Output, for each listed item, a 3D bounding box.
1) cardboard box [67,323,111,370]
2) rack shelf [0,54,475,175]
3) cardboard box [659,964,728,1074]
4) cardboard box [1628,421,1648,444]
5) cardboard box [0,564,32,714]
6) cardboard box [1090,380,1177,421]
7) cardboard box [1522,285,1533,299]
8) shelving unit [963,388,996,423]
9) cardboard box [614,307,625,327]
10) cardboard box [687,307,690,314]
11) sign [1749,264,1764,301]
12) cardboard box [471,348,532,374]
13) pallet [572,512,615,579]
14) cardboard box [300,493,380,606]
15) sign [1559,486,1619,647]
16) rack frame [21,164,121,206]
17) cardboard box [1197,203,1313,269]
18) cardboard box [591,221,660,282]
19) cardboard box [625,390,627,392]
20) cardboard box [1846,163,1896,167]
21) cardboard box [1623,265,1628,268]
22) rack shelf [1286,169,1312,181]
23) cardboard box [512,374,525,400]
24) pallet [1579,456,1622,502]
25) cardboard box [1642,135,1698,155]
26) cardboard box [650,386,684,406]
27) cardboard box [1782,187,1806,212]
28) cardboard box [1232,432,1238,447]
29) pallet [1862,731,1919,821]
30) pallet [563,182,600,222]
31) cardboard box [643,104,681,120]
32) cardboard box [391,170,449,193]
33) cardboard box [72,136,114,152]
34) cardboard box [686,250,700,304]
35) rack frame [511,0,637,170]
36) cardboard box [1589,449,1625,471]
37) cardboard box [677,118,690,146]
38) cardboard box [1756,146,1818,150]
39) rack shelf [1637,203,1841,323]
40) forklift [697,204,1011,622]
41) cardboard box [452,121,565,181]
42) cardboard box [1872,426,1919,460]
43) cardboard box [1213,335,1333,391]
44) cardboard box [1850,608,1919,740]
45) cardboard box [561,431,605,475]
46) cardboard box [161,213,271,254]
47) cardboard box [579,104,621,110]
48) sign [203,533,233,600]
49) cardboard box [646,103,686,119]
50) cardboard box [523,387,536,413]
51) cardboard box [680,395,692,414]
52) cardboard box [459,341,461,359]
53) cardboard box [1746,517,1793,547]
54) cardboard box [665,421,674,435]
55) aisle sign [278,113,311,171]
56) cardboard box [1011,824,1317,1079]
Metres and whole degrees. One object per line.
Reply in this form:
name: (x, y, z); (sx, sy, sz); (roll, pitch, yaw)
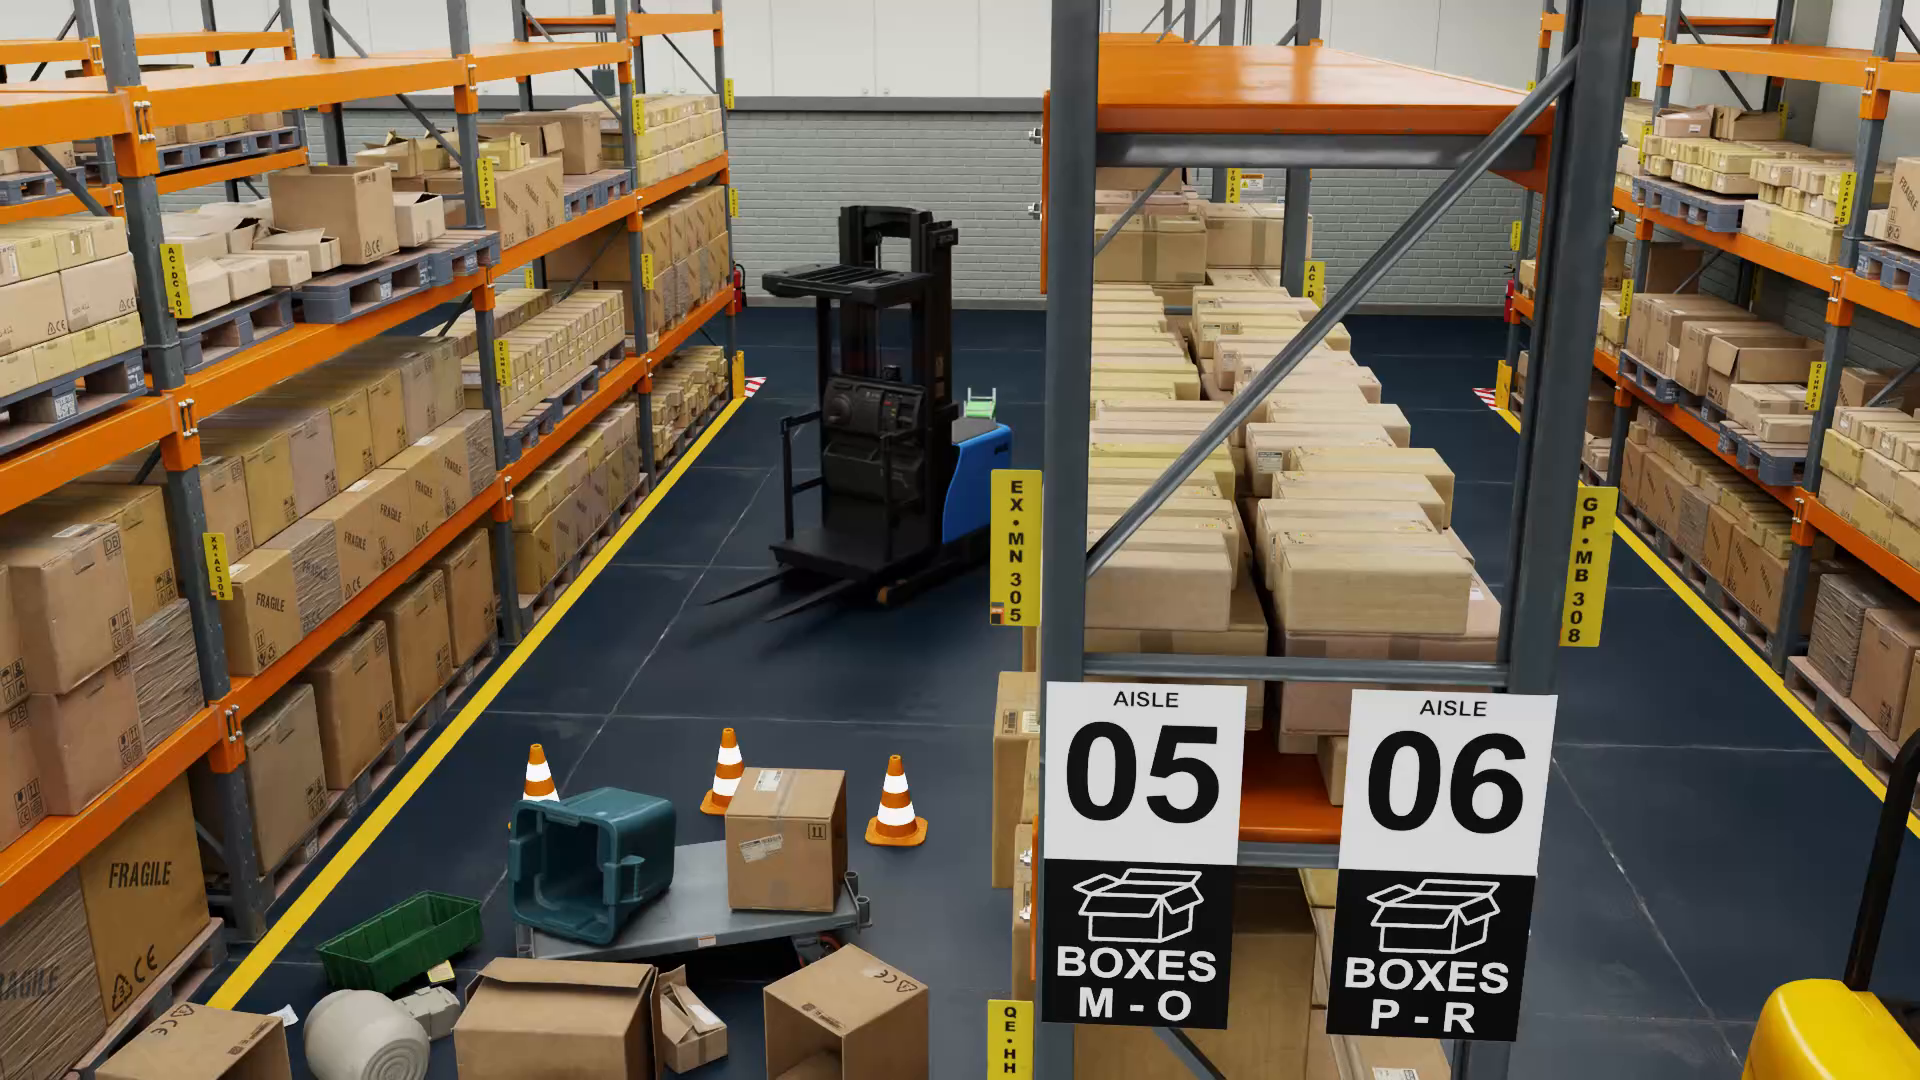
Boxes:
cardboard box: (-3.720, -0.794, 6.779); (0.380, 0.149, 0.250); (2, 18, 5)
rack shelf: (-3.851, -2.379, 9.030); (1.077, 0.370, 4.000); (1, 18, 4)
cardboard box: (-1.249, 2.144, 7.452); (0.258, 0.266, 0.396); (-13, 22, -34)
cardboard box: (6.184, -0.949, 14.802); (0.380, 0.149, 0.250); (2, 18, 7)
cardboard box: (-4.155, 0.428, 6.324); (0.875, 0.550, 0.550); (1, 18, 4)
cardboard box: (0.469, -0.391, 5.106); (0.380, 0.149, 0.250); (2, 18, 5)
cardboard box: (6.464, -2.762, 18.438); (0.380, 0.149, 0.250); (1, 18, 3)
shelving unit: (0.173, -0.692, 14.609); (0.258, 1.200, 0.503); (1, 18, 4)
cardboard box: (-3.253, -2.017, 15.014); (0.380, 0.149, 0.250); (2, 18, 6)
cardboard box: (-3.059, -2.458, 17.511); (0.380, 0.149, 0.250); (2, 18, 5)
sign: (7.029, -2.274, 14.686); (0.100, 0.325, 0.005); (1, 18, 4)
cardboard box: (-3.443, -1.343, 12.478); (0.380, 0.149, 0.250); (1, 18, 4)
pallet: (-3.560, 0.023, 14.014); (1.003, 0.211, 1.213); (1, 18, 4)
cardboard box: (-3.614, 0.044, 9.311); (0.500, 0.500, 0.500); (1, 18, 4)
sign: (1.205, 0.054, 3.221); (0.100, 0.325, 0.005); (1, 18, 4)
rack frame: (-8.361, -2.066, 15.911); (1.000, 3.000, 0.127); (1, 18, 4)
cardboard box: (1.417, -1.479, 8.065); (0.500, 0.250, 0.500); (1, 18, 3)
cardboard box: (-3.146, -2.722, 15.670); (0.500, 0.500, 0.500); (2, 18, 5)
cardboard box: (-3.642, -1.490, 17.103); (0.380, 0.149, 0.250); (0, 18, 1)
cardboard box: (6.554, -2.603, 11.855); (0.380, 0.149, 0.250); (1, 18, 4)
cardboard box: (6.993, -2.899, 18.215); (0.500, 0.250, 0.500); (2, 18, 6)
rack shelf: (1.093, -2.300, 8.789); (1.077, 0.370, 4.000); (1, 18, 4)
cardboard box: (-3.455, -1.133, 12.315); (0.380, 0.149, 0.250); (2, 18, 7)
pallet: (6.525, -0.623, 15.986); (1.003, 0.211, 1.213); (1, 18, 4)
cardboard box: (6.016, -3.347, 14.092); (0.380, 0.149, 0.250); (2, 18, 6)
cardboard box: (-3.046, -1.476, 17.060); (0.380, 0.149, 0.250); (2, 18, 5)
cardboard box: (6.030, -2.391, 11.686); (0.380, 0.149, 0.250); (1, 18, 4)
cardboard box: (1.080, -0.239, 5.282); (0.500, 0.250, 0.500); (2, 18, 5)
pallet: (6.000, 1.465, 9.613); (1.003, 0.211, 1.213); (1, 18, 4)
pallet: (-3.643, -2.748, 13.478); (1.213, 0.211, 1.003); (1, 18, 4)
cardboard box: (-3.011, -4.279, 16.644); (0.380, 0.149, 0.250); (1, 18, 2)
cardboard box: (-3.920, -2.337, 11.761); (0.500, 0.500, 0.500); (1, 18, 4)
cardboard box: (-8.365, -4.030, 16.093); (0.700, 0.500, 0.500); (0, 18, 1)
cardboard box: (-3.025, -2.737, 17.322); (0.500, 0.500, 0.500); (2, 18, 7)
rack frame: (-3.421, -4.775, 14.543); (1.000, 3.000, 0.127); (1, 18, 4)
cardboard box: (6.222, -0.759, 15.827); (0.380, 0.149, 0.250); (1, 18, 2)
cardboard box: (-3.036, -4.135, 16.845); (0.500, 0.250, 0.500); (0, 18, 2)
cardboard box: (6.492, -3.014, 13.077); (0.380, 0.149, 0.250); (1, 18, 2)
rack shelf: (6.331, -2.197, 12.650); (1.077, 0.370, 4.000); (1, 18, 4)
forklift: (-0.806, -1.042, 12.896); (1.130, 2.935, 3.031); (12, 22, 33)
cardboard box: (-3.663, -3.121, 13.473); (0.797, 0.503, 0.637); (1, 18, 3)
cardboard box: (5.861, -0.593, 10.212); (0.380, 0.149, 0.250); (2, 18, 5)
cardboard box: (1.086, -0.618, 5.797); (0.380, 0.149, 0.250); (1, 18, 3)
cardboard box: (6.091, 0.833, 10.204); (0.875, 0.625, 0.625); (2, 18, 6)
cardboard box: (-3.296, -0.731, 13.972); (0.500, 0.250, 0.500); (0, 18, 1)
cardboard box: (-4.088, -1.619, 9.036); (0.500, 0.311, 0.500); (1, 18, 2)
cardboard box: (-3.607, -4.290, 16.677); (0.380, 0.149, 0.250); (1, 18, 3)
sign: (-3.441, 0.124, 7.711); (0.100, 0.325, 0.005); (1, 18, 4)
cardboard box: (-2.997, -4.360, 16.892); (0.380, 0.149, 0.250); (1, 18, 2)
cardboard box: (-3.436, -1.063, 12.580); (0.380, 0.149, 0.250); (2, 18, 7)
cardboard box: (-3.019, -1.418, 17.360); (0.380, 0.149, 0.250); (1, 18, 3)
cardboard box: (-4.075, -1.449, 12.802); (0.380, 0.149, 0.250); (2, 18, 6)
cardboard box: (5.959, -0.057, 12.078); (0.380, 0.149, 0.250); (0, 18, 1)
cardboard box: (-3.121, -1.115, 16.914); (0.380, 0.149, 0.250); (1, 18, 3)
aisle sign: (-7.770, -4.559, 19.345); (0.394, 0.787, 0.004); (1, 18, 4)
cardboard box: (0.482, 1.055, 4.143); (0.700, 0.500, 0.500); (1, 18, 3)
